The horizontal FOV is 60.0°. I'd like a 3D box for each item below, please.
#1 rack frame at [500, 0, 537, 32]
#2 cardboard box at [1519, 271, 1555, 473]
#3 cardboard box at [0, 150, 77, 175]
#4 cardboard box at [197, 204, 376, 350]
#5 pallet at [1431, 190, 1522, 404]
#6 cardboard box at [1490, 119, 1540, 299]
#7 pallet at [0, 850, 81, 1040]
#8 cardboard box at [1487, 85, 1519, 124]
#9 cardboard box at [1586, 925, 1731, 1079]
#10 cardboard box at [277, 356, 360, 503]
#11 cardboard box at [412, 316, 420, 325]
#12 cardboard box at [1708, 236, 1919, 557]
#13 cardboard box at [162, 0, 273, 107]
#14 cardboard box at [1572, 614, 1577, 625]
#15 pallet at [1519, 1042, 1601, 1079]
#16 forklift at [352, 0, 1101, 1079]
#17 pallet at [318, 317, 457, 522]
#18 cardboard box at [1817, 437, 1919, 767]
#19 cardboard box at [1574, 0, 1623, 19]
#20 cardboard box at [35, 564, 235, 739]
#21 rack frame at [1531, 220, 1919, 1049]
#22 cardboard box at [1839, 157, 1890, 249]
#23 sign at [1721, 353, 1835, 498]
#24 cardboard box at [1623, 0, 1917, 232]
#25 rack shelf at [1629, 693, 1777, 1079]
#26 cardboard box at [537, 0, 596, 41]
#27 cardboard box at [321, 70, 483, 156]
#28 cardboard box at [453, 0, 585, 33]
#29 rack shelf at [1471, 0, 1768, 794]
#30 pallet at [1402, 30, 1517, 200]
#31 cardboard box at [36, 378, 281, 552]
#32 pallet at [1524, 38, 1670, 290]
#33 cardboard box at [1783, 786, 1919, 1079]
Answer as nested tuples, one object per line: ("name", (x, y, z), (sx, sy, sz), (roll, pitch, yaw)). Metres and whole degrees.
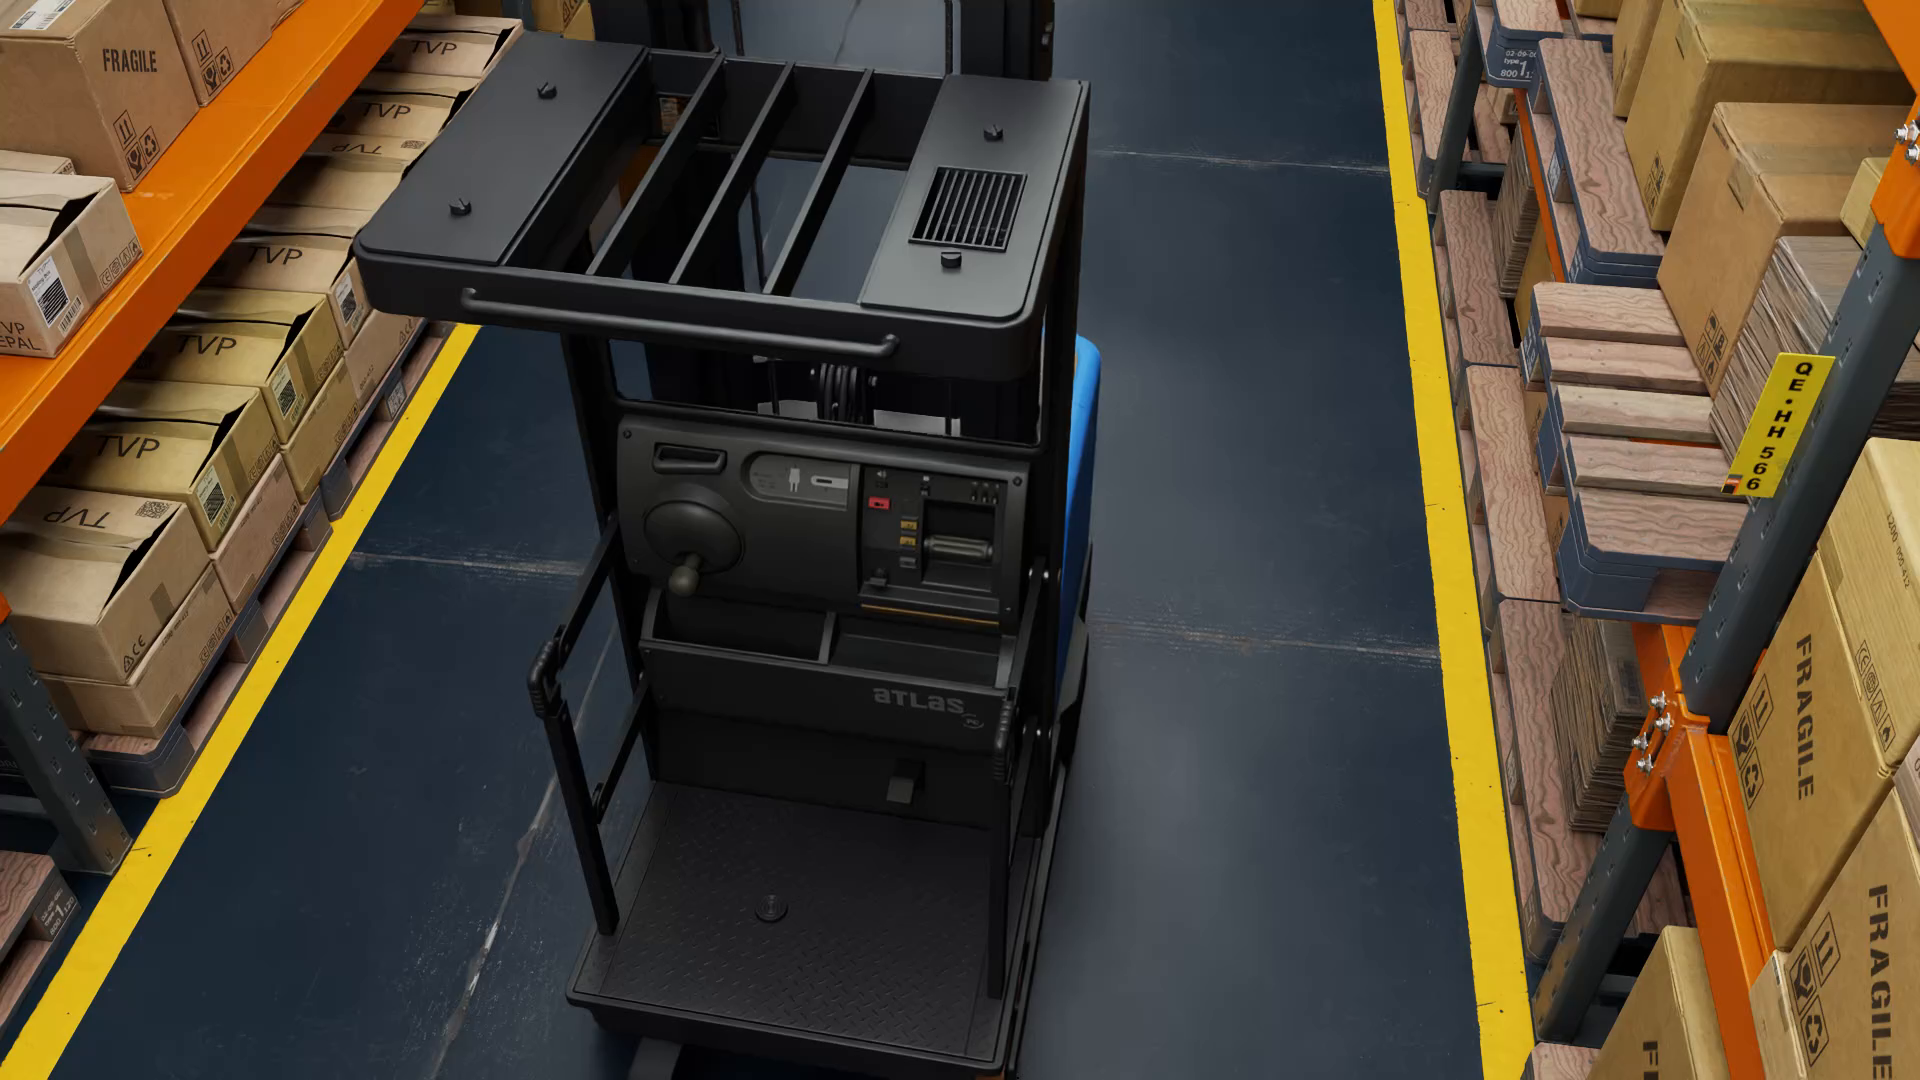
("rack frame", (-2.369, -2.941, 6.675), (1.000, 3.000, 0.127), (5, 44, 6))
("cardboard box", (2.335, -0.542, 5.639), (0.700, 0.500, 0.500), (6, 44, 6))
("cardboard box", (-2.785, -0.998, 4.805), (0.380, 0.149, 0.250), (8, 44, 9))
("cardboard box", (-2.339, -0.960, 5.868), (0.500, 0.311, 0.500), (5, 44, 5))
("pallet", (2.441, -0.950, 6.600), (1.003, 0.211, 1.213), (5, 44, 6))
("cardboard box", (2.461, -1.243, 6.379), (0.700, 0.500, 0.500), (7, 44, 7))
("pallet", (-3.034, 1.303, 4.221), (1.003, 0.211, 1.213), (5, 44, 6))
("cardboard box", (2.583, -1.992, 7.413), (0.380, 0.166, 0.250), (0, 43, 0))
("cardboard box", (1.786, 1.350, 3.401), (0.750, 0.750, 0.750), (5, 44, 5))
("cardboard box", (-2.409, -0.397, 5.682), (0.500, 0.250, 0.500), (4, 44, 4))
("cardboard box", (-2.272, -1.093, 6.417), (0.500, 0.250, 0.500), (6, 44, 6))
("cardboard box", (2.065, -0.285, 3.476), (0.700, 0.500, 0.500), (1, 43, 1))
("cardboard box", (-2.622, -1.755, 5.349), (0.500, 0.500, 0.500), (5, 44, 6))
("cardboard box", (2.240, 0.144, 4.914), (0.700, 0.500, 0.500), (5, 44, 5))
("pallet", (1.834, 1.775, 3.721), (1.003, 0.211, 1.213), (5, 44, 6))
("forklift", (-0.350, 0.055, 3.561), (1.130, 2.935, 3.031), (7, 44, 8))
("pallet", (-2.586, -0.589, 6.219), (1.003, 0.211, 1.213), (5, 44, 6))
("cardboard box", (1.694, 0.114, 2.599), (0.500, 0.250, 0.500), (6, 44, 7))
("cardboard box", (2.360, -1.966, 5.252), (0.700, 0.500, 0.500), (9, 44, 10))
("cardboard box", (-2.537, 0.300, 4.945), (0.500, 0.250, 0.500), (5, 44, 5))
("rack frame", (2.013, 0.232, 3.323), (1.000, 3.000, 0.127), (5, 44, 6))
("cardboard box", (2.057, -0.658, 3.398), (0.380, 0.149, 0.250), (-1, 43, -2))
("sign", (1.474, -0.202, 2.997), (0.100, 0.325, 0.005), (5, 44, 6))
("cardboard box", (2.208, -1.136, 4.375), (0.700, 0.500, 0.500), (5, 44, 6))
("rack shelf", (1.749, 1.857, 2.131), (1.077, 0.370, 4.000), (5, 44, 6))
("cardboard box", (-2.007, -2.384, 7.780), (0.500, 0.250, 0.500), (5, 44, 6))
("cardboard box", (-2.201, -1.642, 6.589), (0.500, 0.311, 0.500), (6, 44, 7))
("cardboard box", (-1.997, -2.655, 7.522), (0.500, 0.500, 0.500), (5, 44, 6))
("rack shelf", (2.278, -0.869, 5.010), (1.077, 0.370, 4.000), (5, 44, 6))
("pallet", (2.596, -1.942, 7.647), (1.003, 0.211, 1.213), (5, 44, 6))
("cardboard box", (-2.476, -0.262, 5.132), (0.500, 0.311, 0.500), (4, 44, 4))
("pallet", (2.234, -1.051, 4.817), (1.003, 0.211, 1.213), (5, 44, 6))
("cardboard box", (1.617, 0.745, 2.478), (0.500, 0.500, 0.500), (7, 44, 7))
